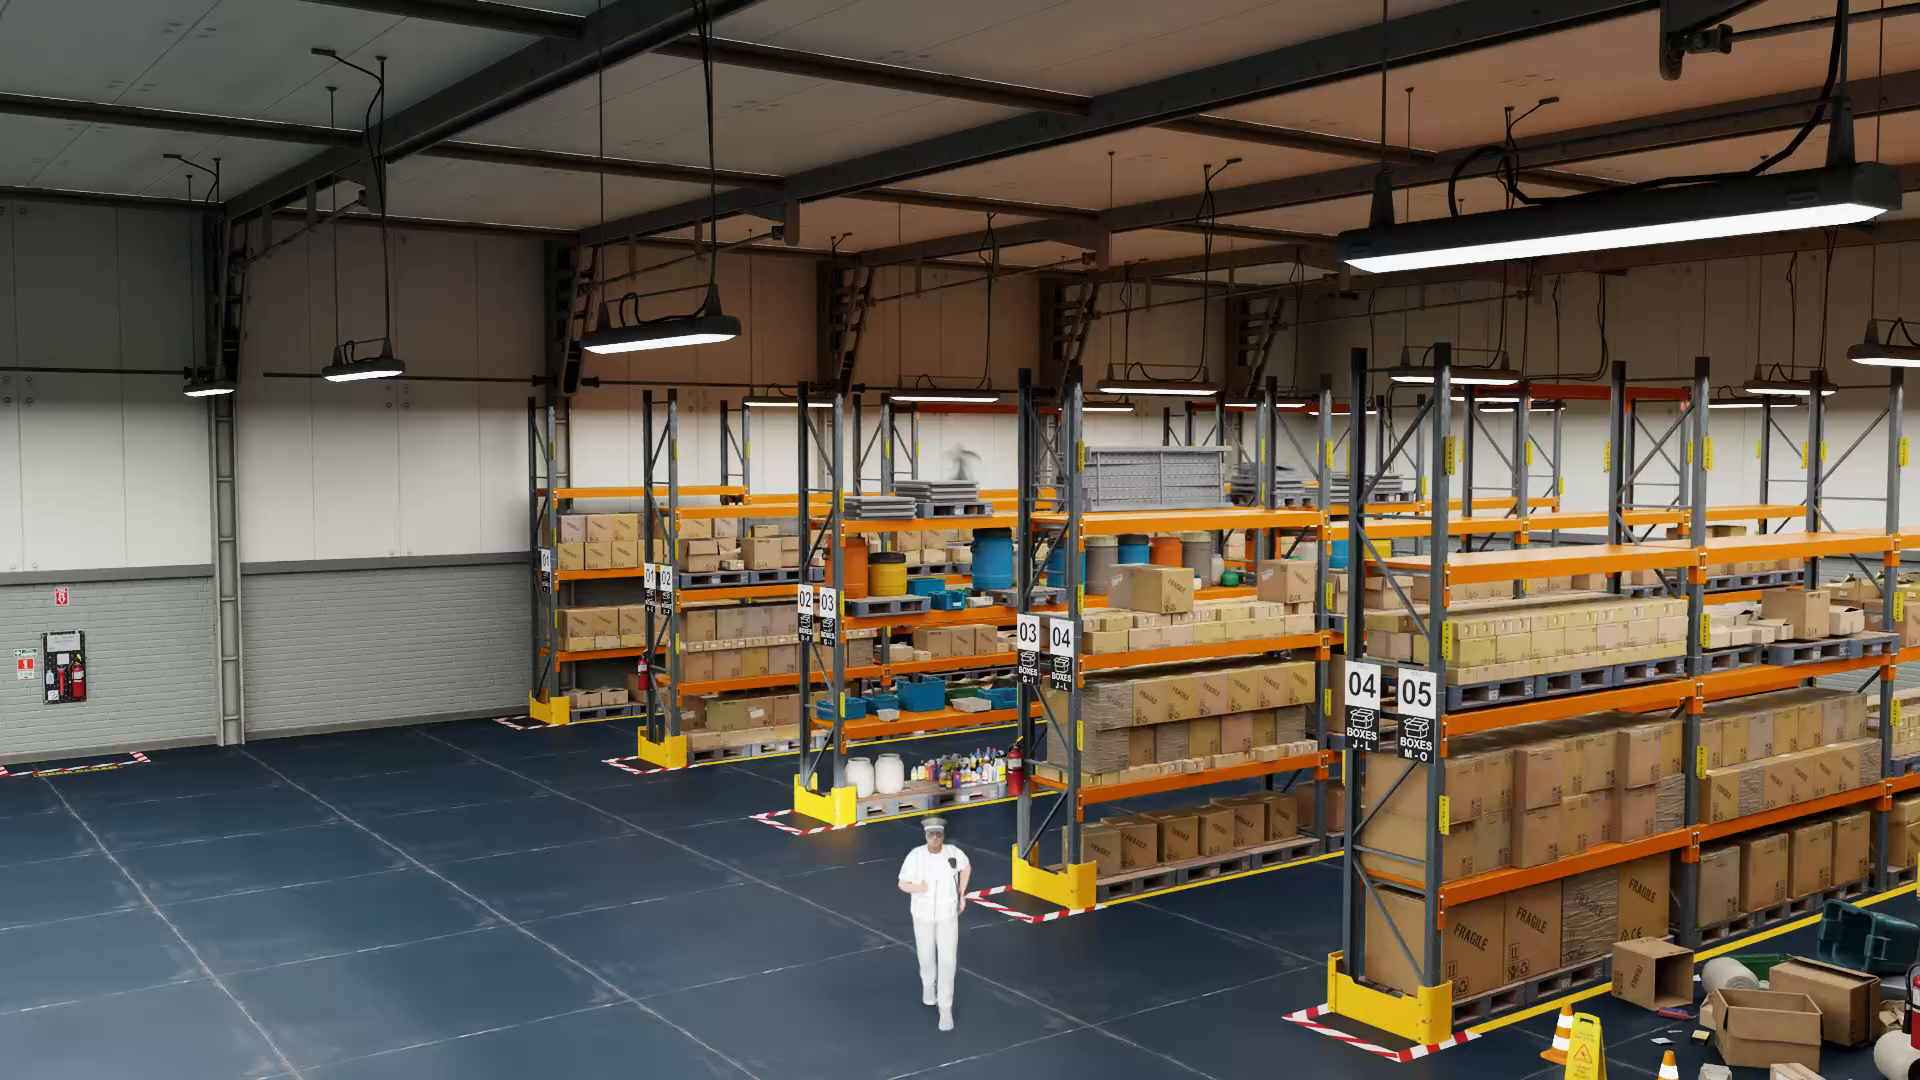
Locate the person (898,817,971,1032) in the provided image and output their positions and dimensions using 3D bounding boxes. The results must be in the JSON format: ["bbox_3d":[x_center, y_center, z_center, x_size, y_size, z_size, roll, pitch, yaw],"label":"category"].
[{"bbox_3d":[-0.227,3.382,14.937,0.648,1.828,0.851,0,3,0],"label":"person"}]
